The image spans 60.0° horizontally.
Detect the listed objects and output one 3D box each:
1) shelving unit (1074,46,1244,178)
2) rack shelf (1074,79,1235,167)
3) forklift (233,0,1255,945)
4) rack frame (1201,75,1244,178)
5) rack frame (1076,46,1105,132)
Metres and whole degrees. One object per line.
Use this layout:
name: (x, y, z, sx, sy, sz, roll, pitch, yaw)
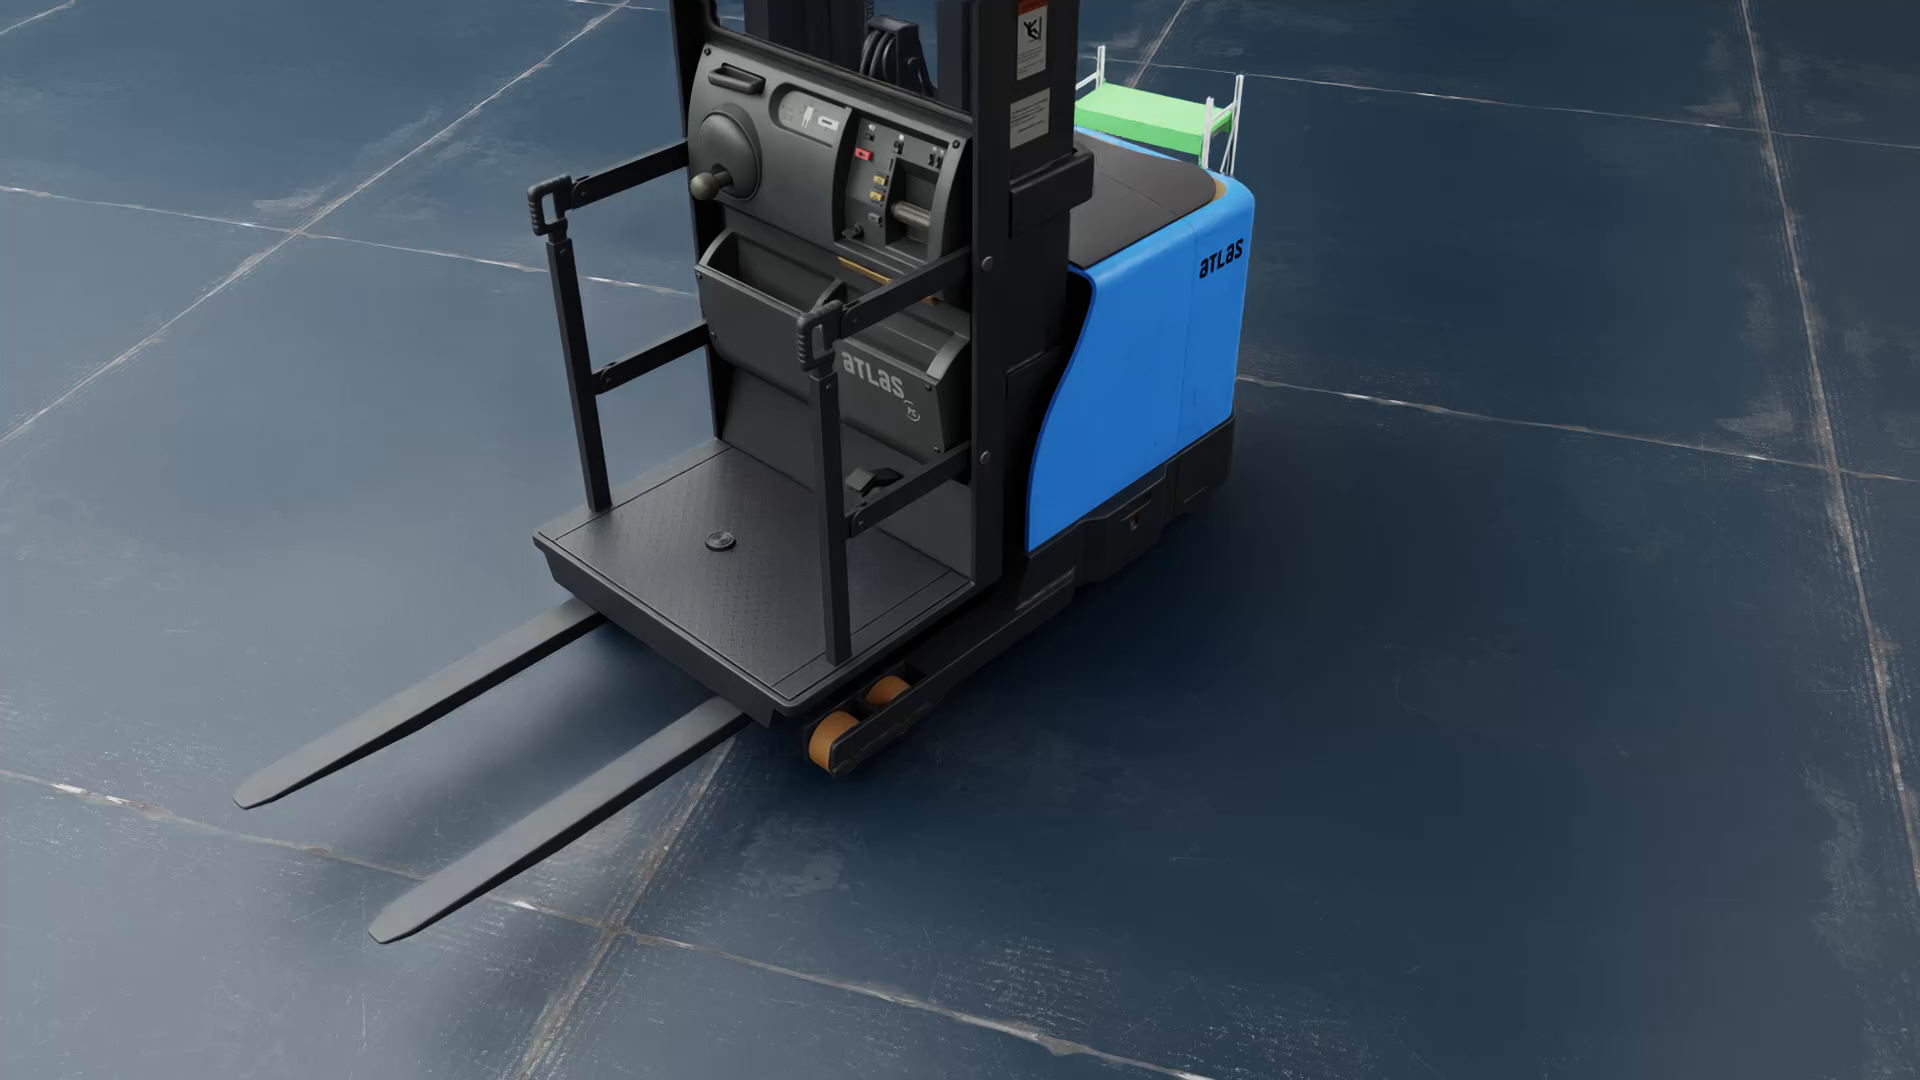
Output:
shelving unit: (0.607, -0.985, 5.574, 0.503, 1.200, 0.258, 20, 40, 25)
rack shelf: (0.609, -1.322, 5.330, 0.480, 0.148, 0.258, 20, 40, 25)
forklift: (-0.491, -0.902, 4.003, 1.130, 2.935, 3.031, 29, 45, 33)
rack frame: (0.814, -0.908, 5.470, 0.015, 1.200, 0.240, 20, 40, 25)
rack frame: (0.400, -1.061, 5.677, 0.015, 1.200, 0.240, 20, 40, 25)
